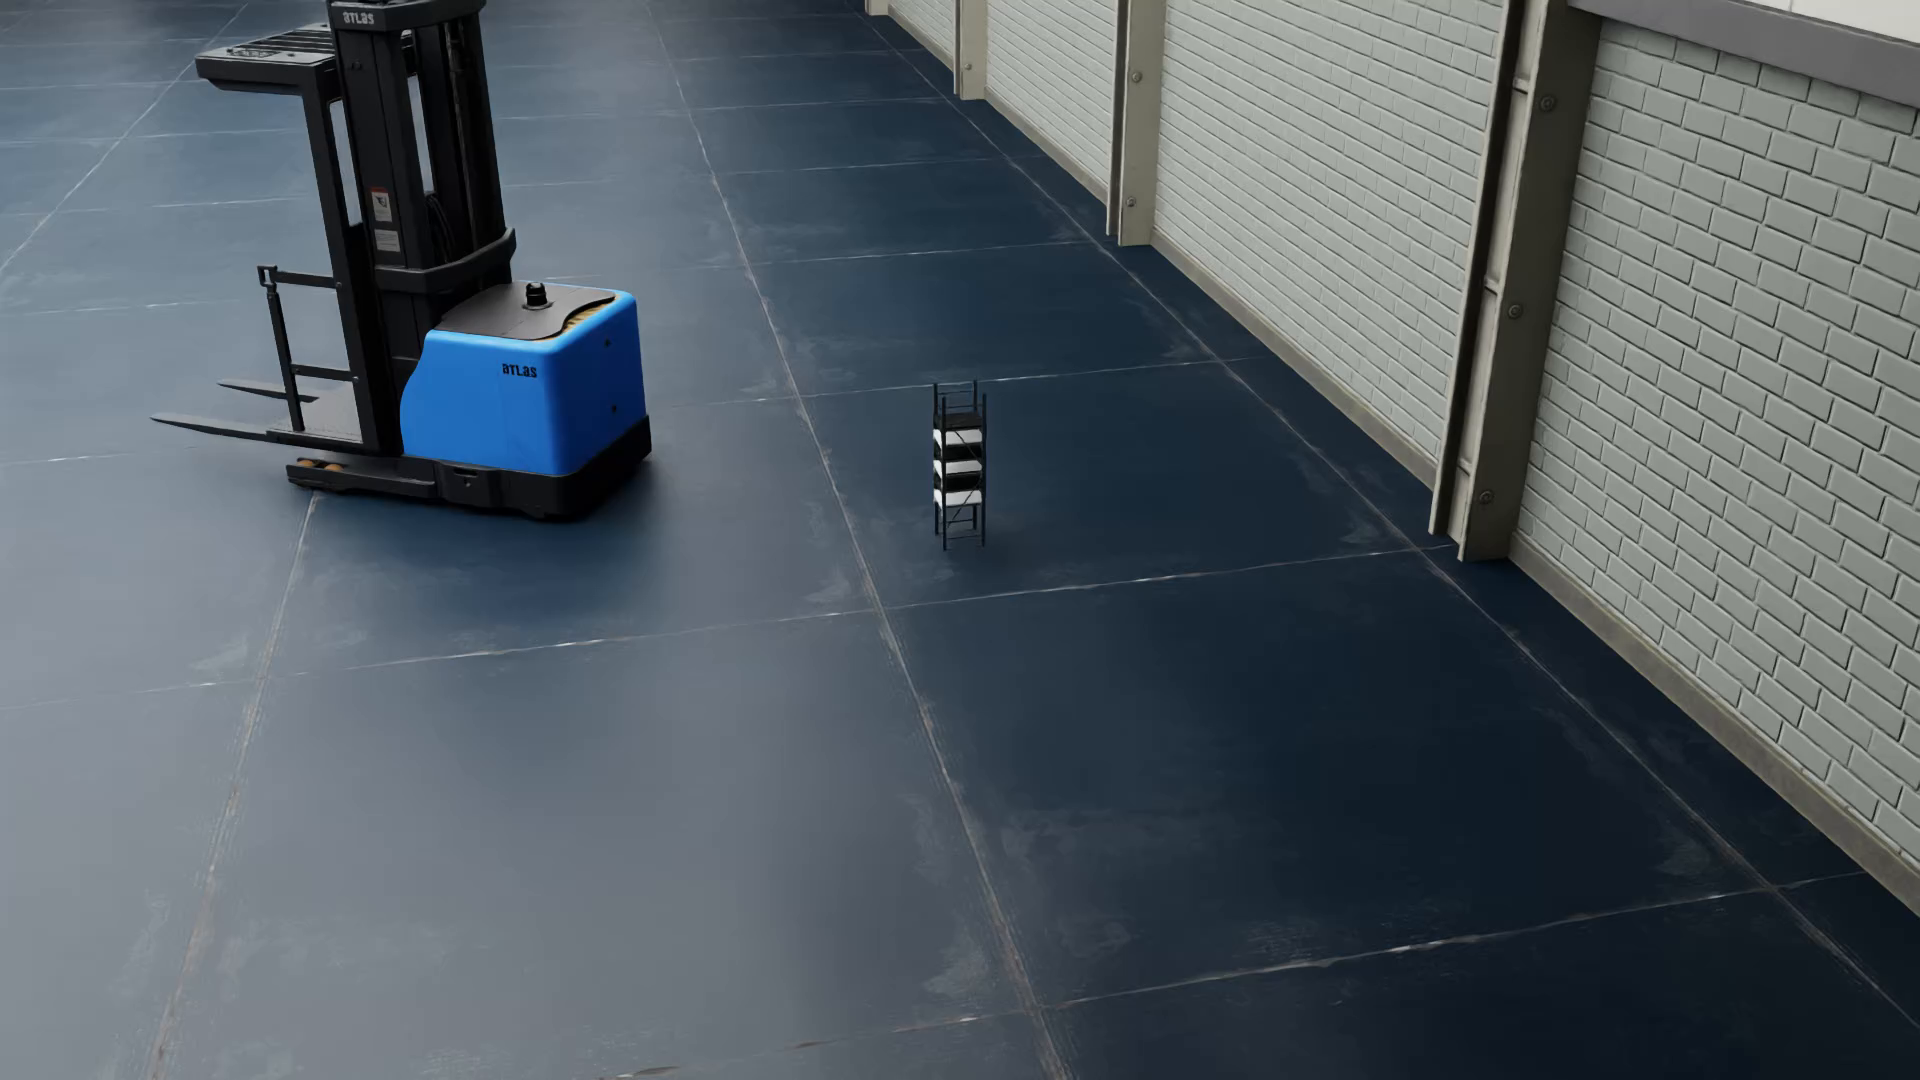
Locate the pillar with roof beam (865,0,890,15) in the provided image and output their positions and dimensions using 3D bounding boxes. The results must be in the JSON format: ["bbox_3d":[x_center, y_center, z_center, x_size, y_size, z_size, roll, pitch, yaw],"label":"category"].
[{"bbox_3d":[-5.425,-11.465,21.977,9.100,9.000,0.400,-6,27,-12],"label":"pillar with roof beam"}]

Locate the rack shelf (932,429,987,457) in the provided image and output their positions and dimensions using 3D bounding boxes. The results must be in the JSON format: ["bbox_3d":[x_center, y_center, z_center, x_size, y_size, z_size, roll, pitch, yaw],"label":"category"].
[{"bbox_3d":[-0.002,-0.536,8.988,0.258,0.077,0.200,-6,27,-12],"label":"rack shelf"}]

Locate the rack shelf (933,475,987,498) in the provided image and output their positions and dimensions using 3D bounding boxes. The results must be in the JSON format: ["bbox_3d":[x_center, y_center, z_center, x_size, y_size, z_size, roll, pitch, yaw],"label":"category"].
[{"bbox_3d":[-0.002,-0.295,9.110,0.258,0.077,0.200,-6,27,-12],"label":"rack shelf"}]

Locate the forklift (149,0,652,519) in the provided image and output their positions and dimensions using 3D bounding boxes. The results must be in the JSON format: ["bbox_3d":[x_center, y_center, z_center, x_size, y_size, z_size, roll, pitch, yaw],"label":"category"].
[{"bbox_3d":[-3.460,-1.803,9.570,3.031,2.935,1.130,8,28,16],"label":"forklift"}]

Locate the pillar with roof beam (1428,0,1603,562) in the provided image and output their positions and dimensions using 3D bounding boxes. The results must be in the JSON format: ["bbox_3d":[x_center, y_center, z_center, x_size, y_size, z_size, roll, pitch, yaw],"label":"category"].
[{"bbox_3d":[-1.368,-3.563,6.321,9.100,9.000,0.400,-6,27,-12],"label":"pillar with roof beam"}]

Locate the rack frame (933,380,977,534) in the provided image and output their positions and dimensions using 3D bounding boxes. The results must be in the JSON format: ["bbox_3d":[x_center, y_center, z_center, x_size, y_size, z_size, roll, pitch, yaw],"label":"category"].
[{"bbox_3d":[-0.025,-0.450,9.143,0.240,0.900,0.006,-6,27,-12],"label":"rack frame"}]

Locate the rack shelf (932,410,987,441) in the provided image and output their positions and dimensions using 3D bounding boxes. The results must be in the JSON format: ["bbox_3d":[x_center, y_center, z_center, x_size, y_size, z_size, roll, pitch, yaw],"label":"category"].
[{"bbox_3d":[-0.002,-0.617,8.948,0.258,0.077,0.200,-6,27,-12],"label":"rack shelf"}]

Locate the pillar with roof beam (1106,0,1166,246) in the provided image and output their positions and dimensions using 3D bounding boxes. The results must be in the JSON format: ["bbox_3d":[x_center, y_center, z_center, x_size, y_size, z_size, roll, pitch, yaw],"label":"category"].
[{"bbox_3d":[-2.721,-6.197,11.540,9.100,9.000,0.400,-6,27,-12],"label":"pillar with roof beam"}]

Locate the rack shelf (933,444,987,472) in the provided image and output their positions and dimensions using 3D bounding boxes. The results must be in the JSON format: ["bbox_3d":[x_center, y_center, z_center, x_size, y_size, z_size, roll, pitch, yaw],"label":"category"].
[{"bbox_3d":[-0.002,-0.456,9.029,0.258,0.077,0.200,-6,27,-12],"label":"rack shelf"}]

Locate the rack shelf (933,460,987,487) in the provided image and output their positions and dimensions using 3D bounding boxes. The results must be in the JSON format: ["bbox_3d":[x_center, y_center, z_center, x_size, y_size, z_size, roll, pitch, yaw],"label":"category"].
[{"bbox_3d":[-0.002,-0.376,9.069,0.258,0.077,0.200,-6,27,-12],"label":"rack shelf"}]

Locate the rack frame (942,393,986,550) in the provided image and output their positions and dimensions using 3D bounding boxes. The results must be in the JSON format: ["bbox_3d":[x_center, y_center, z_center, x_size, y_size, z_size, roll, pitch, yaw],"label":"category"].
[{"bbox_3d":[0.021,-0.361,8.966,0.240,0.900,0.006,-6,27,-12],"label":"rack frame"}]

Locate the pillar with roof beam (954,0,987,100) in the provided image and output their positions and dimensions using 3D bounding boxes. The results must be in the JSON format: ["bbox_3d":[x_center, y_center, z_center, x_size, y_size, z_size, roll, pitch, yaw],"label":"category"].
[{"bbox_3d":[-4.073,-8.831,16.759,9.100,9.000,0.400,-6,27,-12],"label":"pillar with roof beam"}]

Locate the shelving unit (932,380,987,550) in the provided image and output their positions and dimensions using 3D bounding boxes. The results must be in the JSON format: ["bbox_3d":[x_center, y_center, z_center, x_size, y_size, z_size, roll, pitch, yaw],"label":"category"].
[{"bbox_3d":[-0.002,-0.405,9.054,0.258,0.900,0.210,-6,27,-12],"label":"shelving unit"}]

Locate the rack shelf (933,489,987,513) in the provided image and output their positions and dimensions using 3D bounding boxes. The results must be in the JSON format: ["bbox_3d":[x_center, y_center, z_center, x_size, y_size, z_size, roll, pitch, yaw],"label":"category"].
[{"bbox_3d":[-0.002,-0.215,9.150,0.258,0.077,0.200,-6,27,-12],"label":"rack shelf"}]
